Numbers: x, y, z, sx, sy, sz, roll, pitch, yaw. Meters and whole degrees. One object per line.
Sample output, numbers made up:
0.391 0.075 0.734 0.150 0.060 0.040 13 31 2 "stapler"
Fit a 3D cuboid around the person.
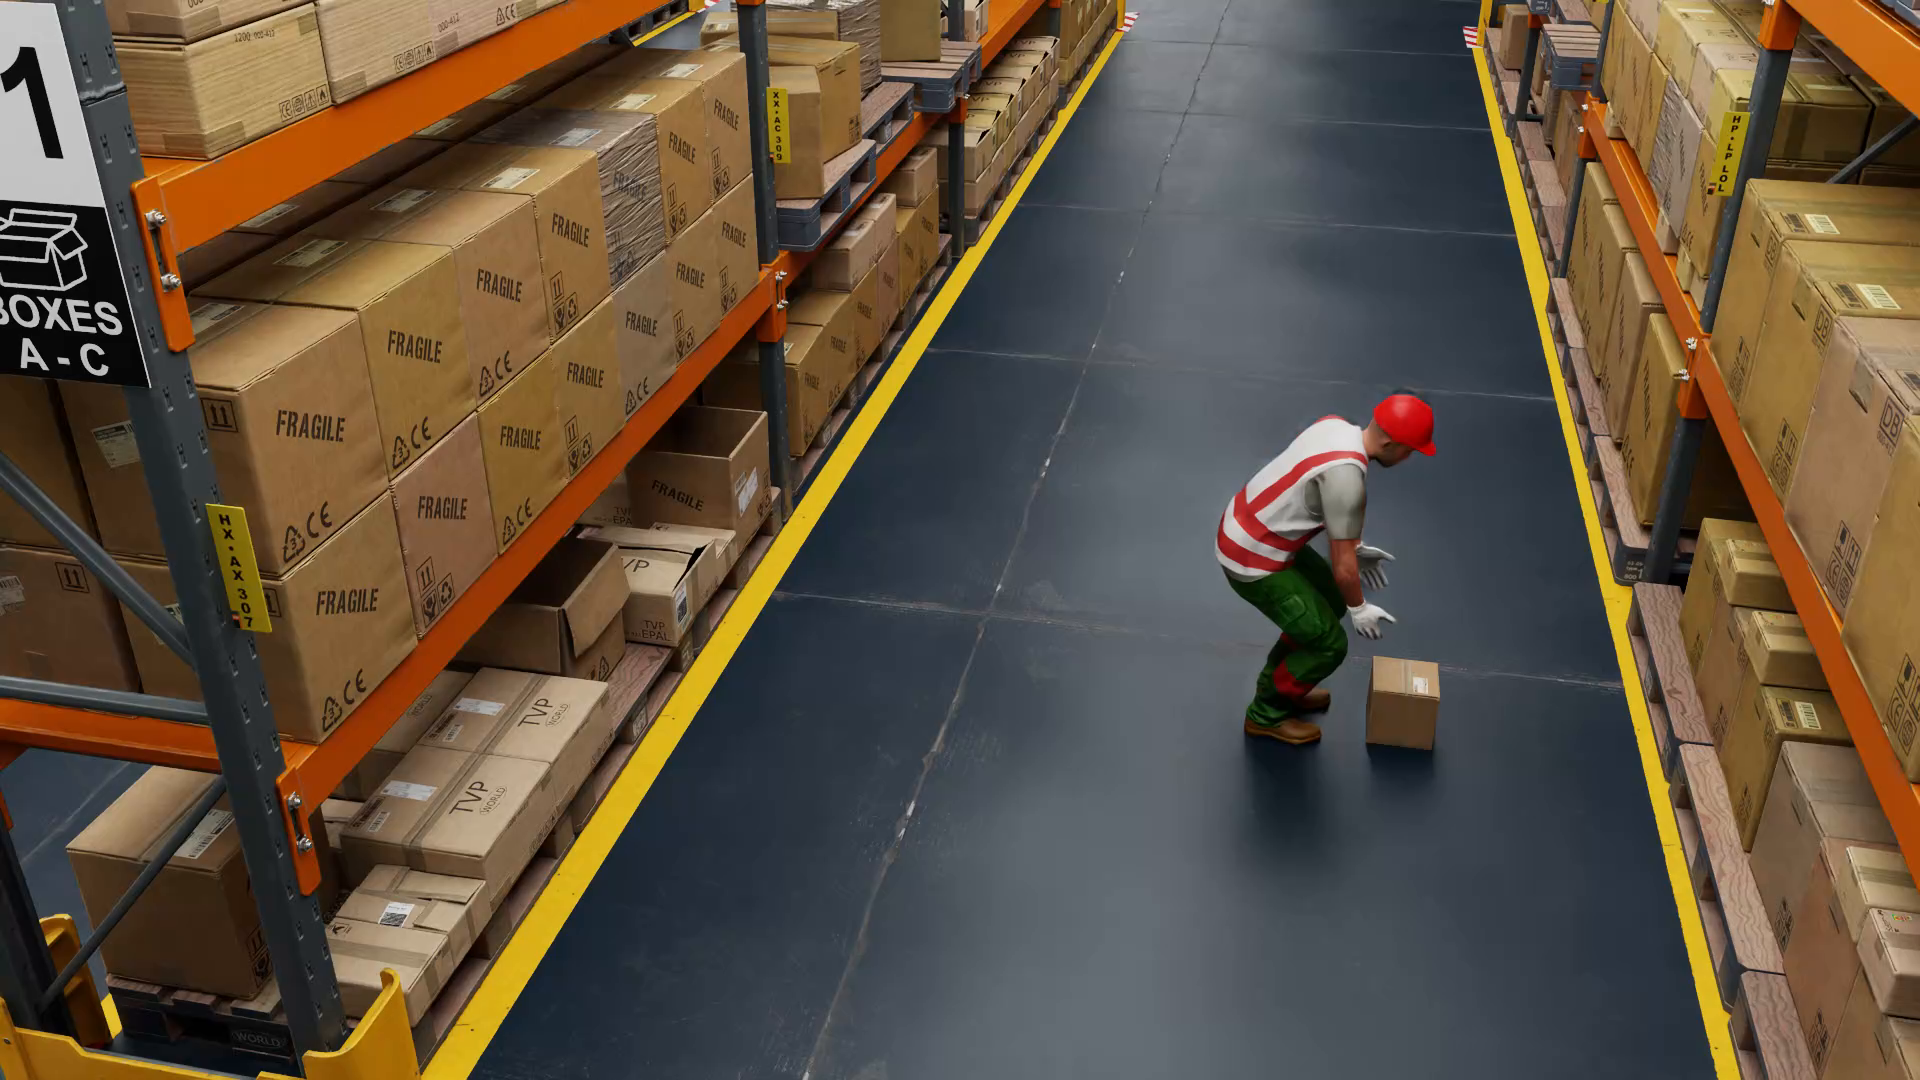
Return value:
1.358 0.077 6.353 0.766 1.412 0.584 6 29 11 "person"
